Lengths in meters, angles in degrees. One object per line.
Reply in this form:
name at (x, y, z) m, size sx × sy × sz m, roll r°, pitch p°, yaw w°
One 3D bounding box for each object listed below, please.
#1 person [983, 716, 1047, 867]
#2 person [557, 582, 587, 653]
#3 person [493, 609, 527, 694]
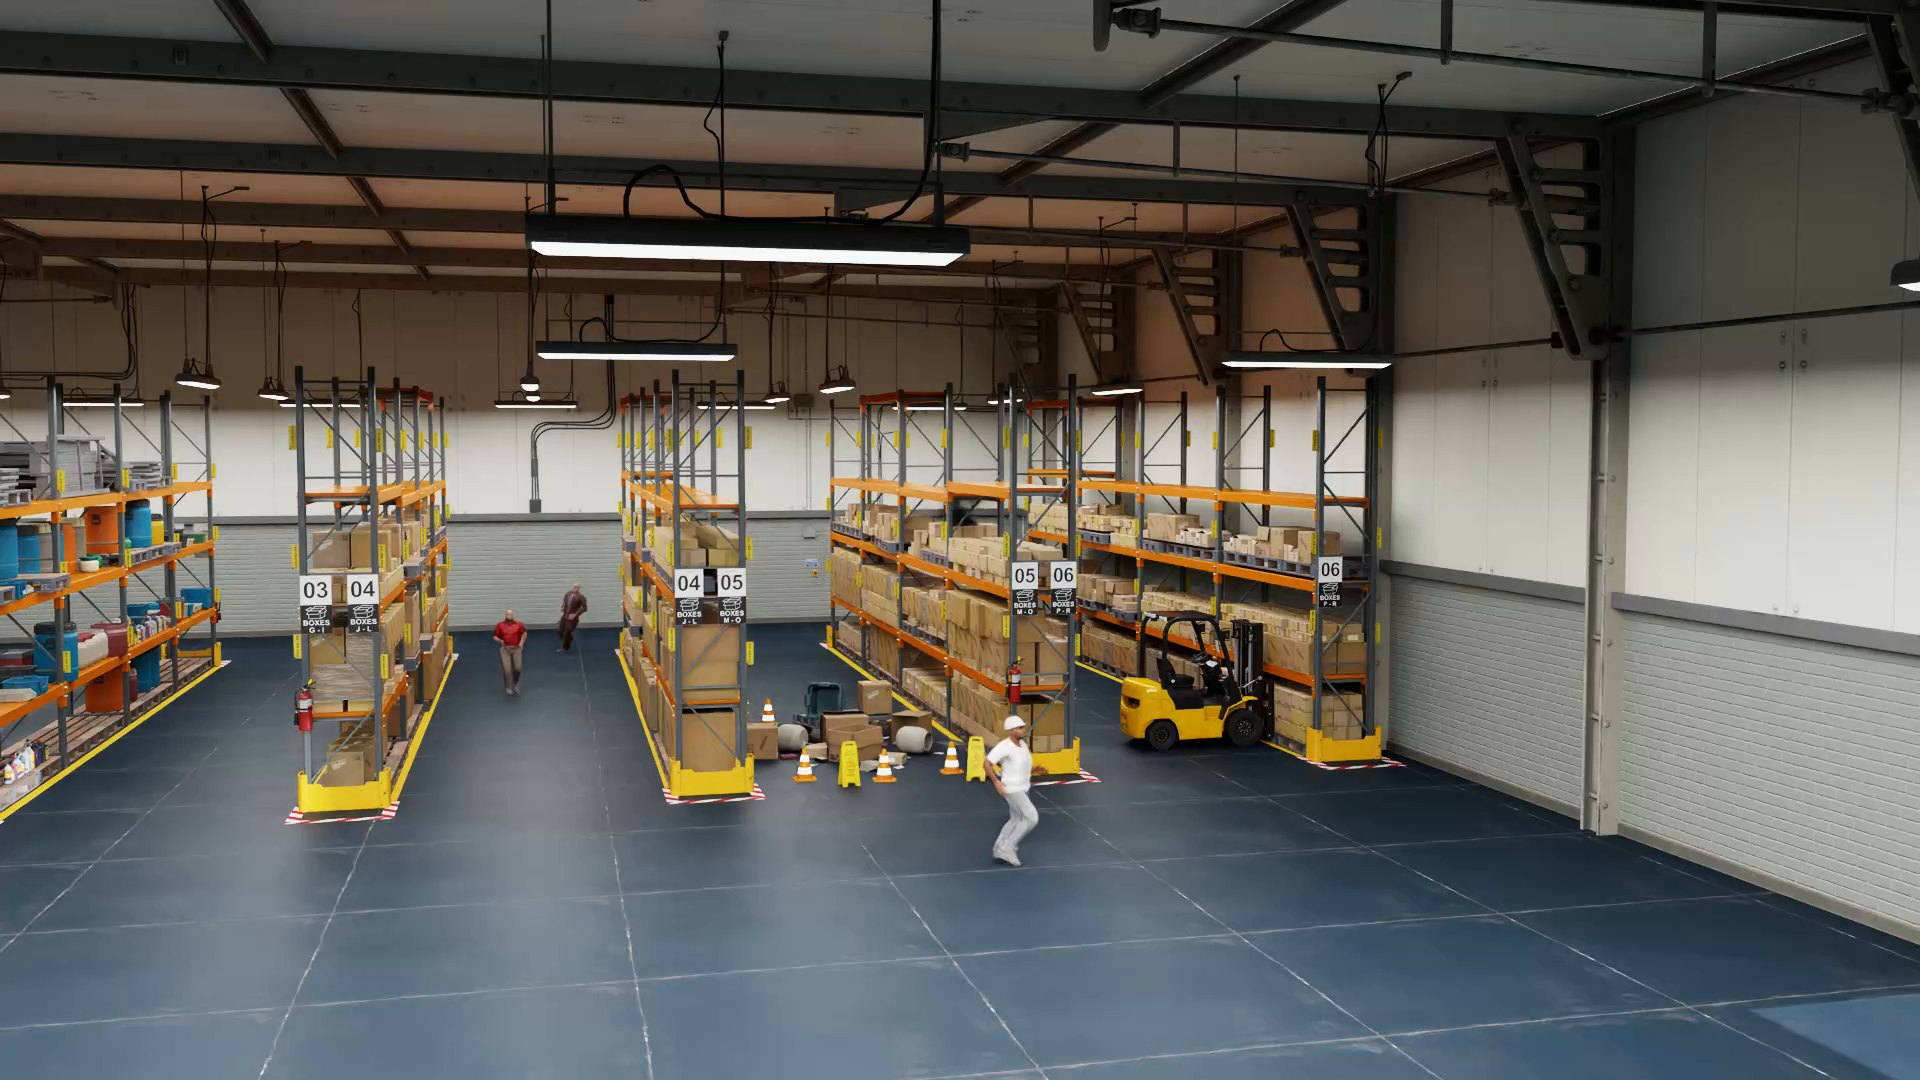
person at (0.683, 2.952, 19.573) m, size 0.688 × 1.759 × 0.675 m, roll 2°, pitch 4°, yaw 24°
person at (-9.104, 1.826, 39.212) m, size 0.765 × 1.681 × 0.721 m, roll 0°, pitch 3°, yaw 7°
person at (-8.821, 2.203, 32.669) m, size 0.650 × 1.688 × 0.601 m, roll -1°, pitch 4°, yaw -19°
